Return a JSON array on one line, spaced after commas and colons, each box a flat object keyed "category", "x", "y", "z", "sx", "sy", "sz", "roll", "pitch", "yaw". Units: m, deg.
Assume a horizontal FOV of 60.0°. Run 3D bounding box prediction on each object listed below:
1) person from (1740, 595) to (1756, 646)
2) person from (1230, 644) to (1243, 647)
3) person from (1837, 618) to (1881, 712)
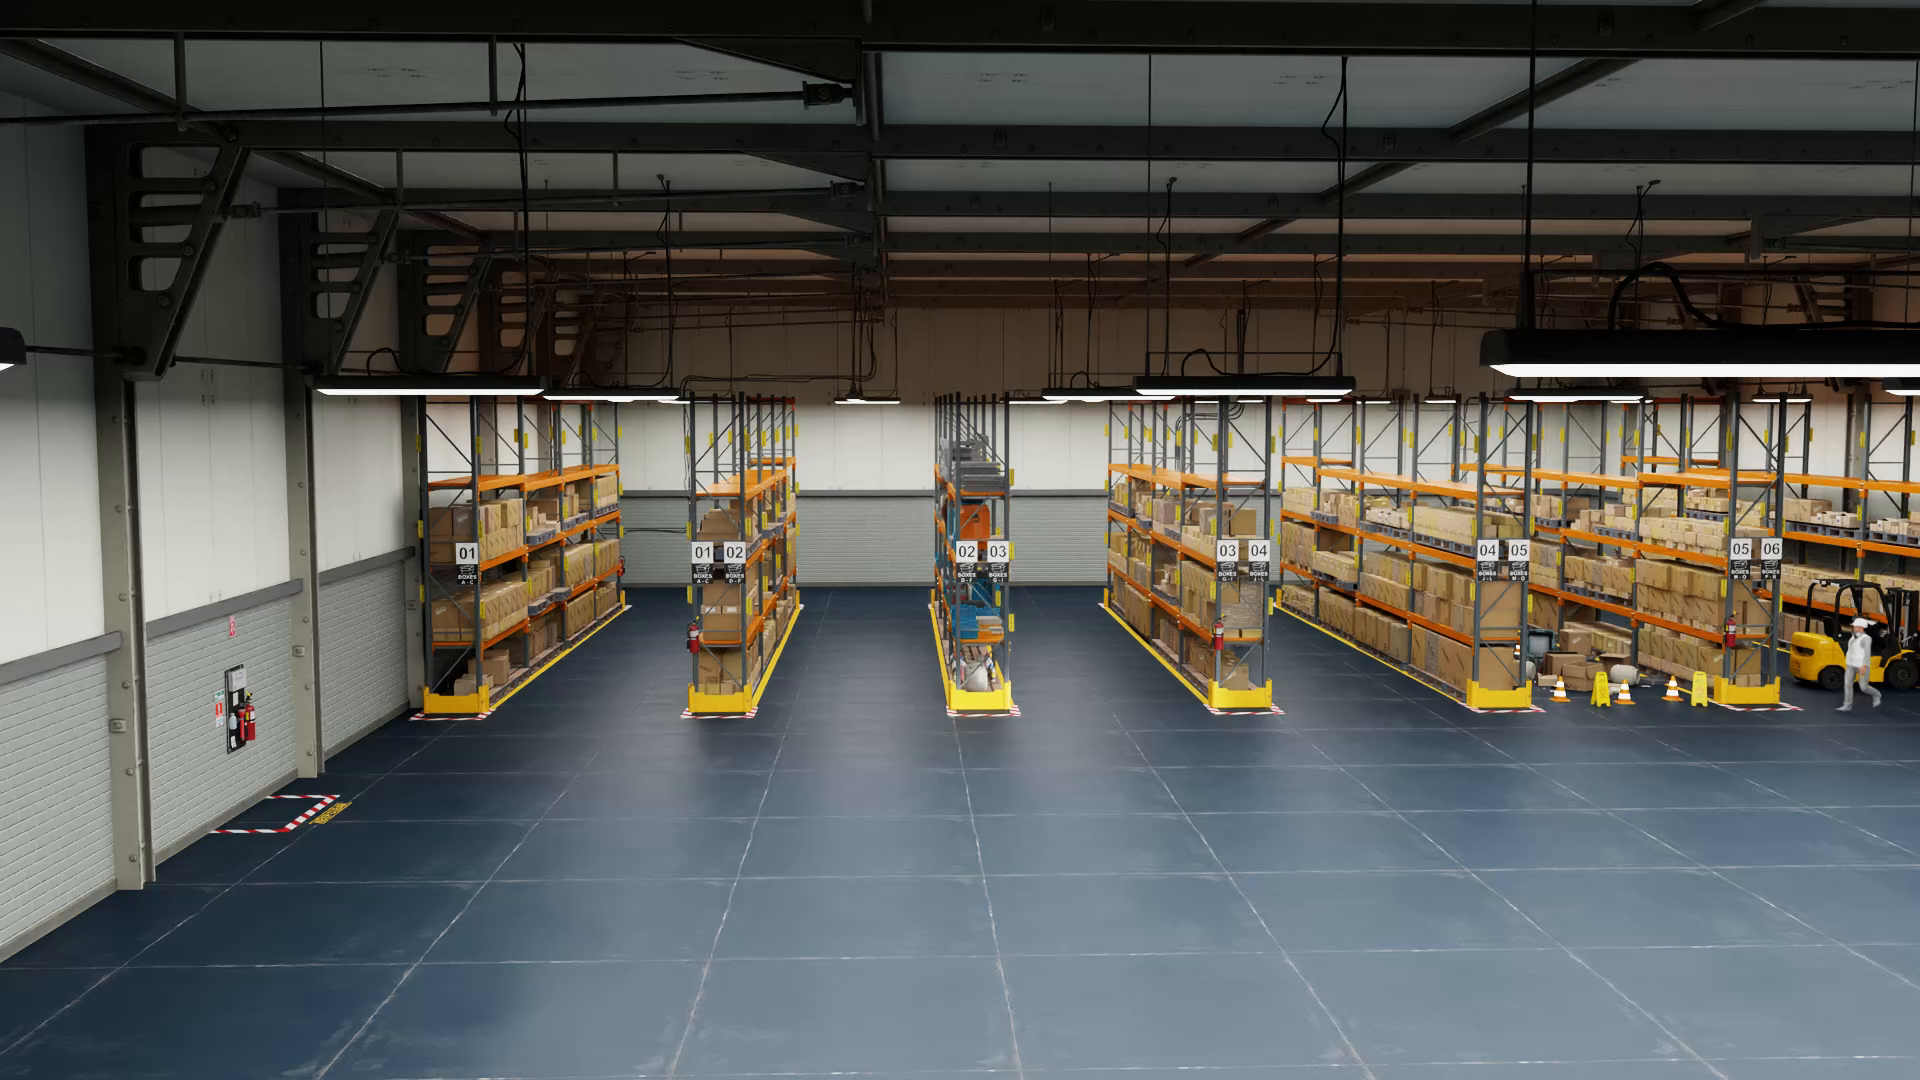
[{"category": "person", "x": 17.137, "y": 1.988, "z": 36.308, "sx": 0.394, "sy": 1.682, "sz": 0.582, "roll": 3, "pitch": 6, "yaw": 34}, {"category": "person", "x": 6.622, "y": 1.716, "z": 39.614, "sx": 0.361, "sy": 1.669, "sz": 0.457, "roll": 1, "pitch": 5, "yaw": 9}, {"category": "person", "x": 16.928, "y": 2.344, "z": 31.219, "sx": 0.809, "sy": 1.756, "sz": 0.518, "roll": -2, "pitch": 5, "yaw": -27}]
